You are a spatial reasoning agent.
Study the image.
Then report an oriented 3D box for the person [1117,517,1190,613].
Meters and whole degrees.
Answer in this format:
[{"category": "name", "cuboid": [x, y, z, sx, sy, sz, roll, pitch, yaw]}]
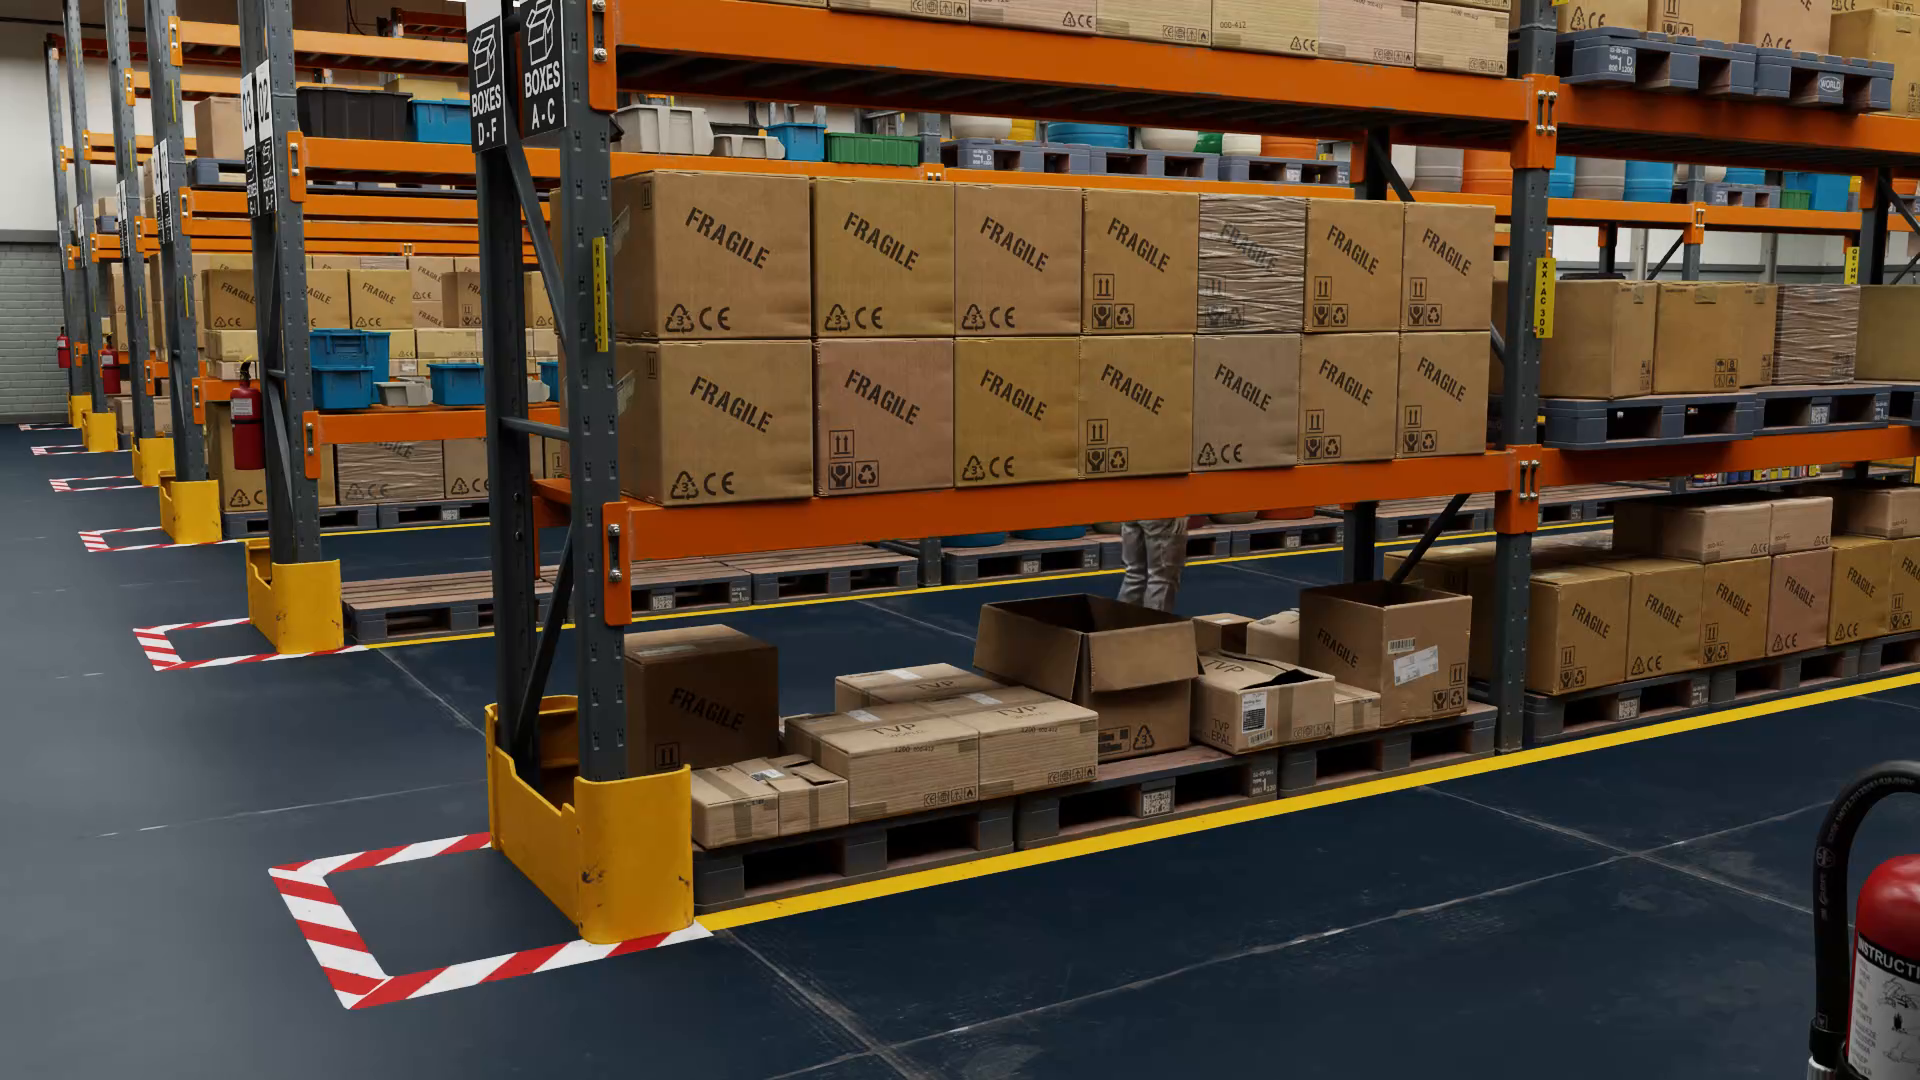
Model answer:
[{"category": "person", "cuboid": [0.985, -0.179, 8.535, 0.366, 1.792, 0.542, -5, 9, -30]}]
